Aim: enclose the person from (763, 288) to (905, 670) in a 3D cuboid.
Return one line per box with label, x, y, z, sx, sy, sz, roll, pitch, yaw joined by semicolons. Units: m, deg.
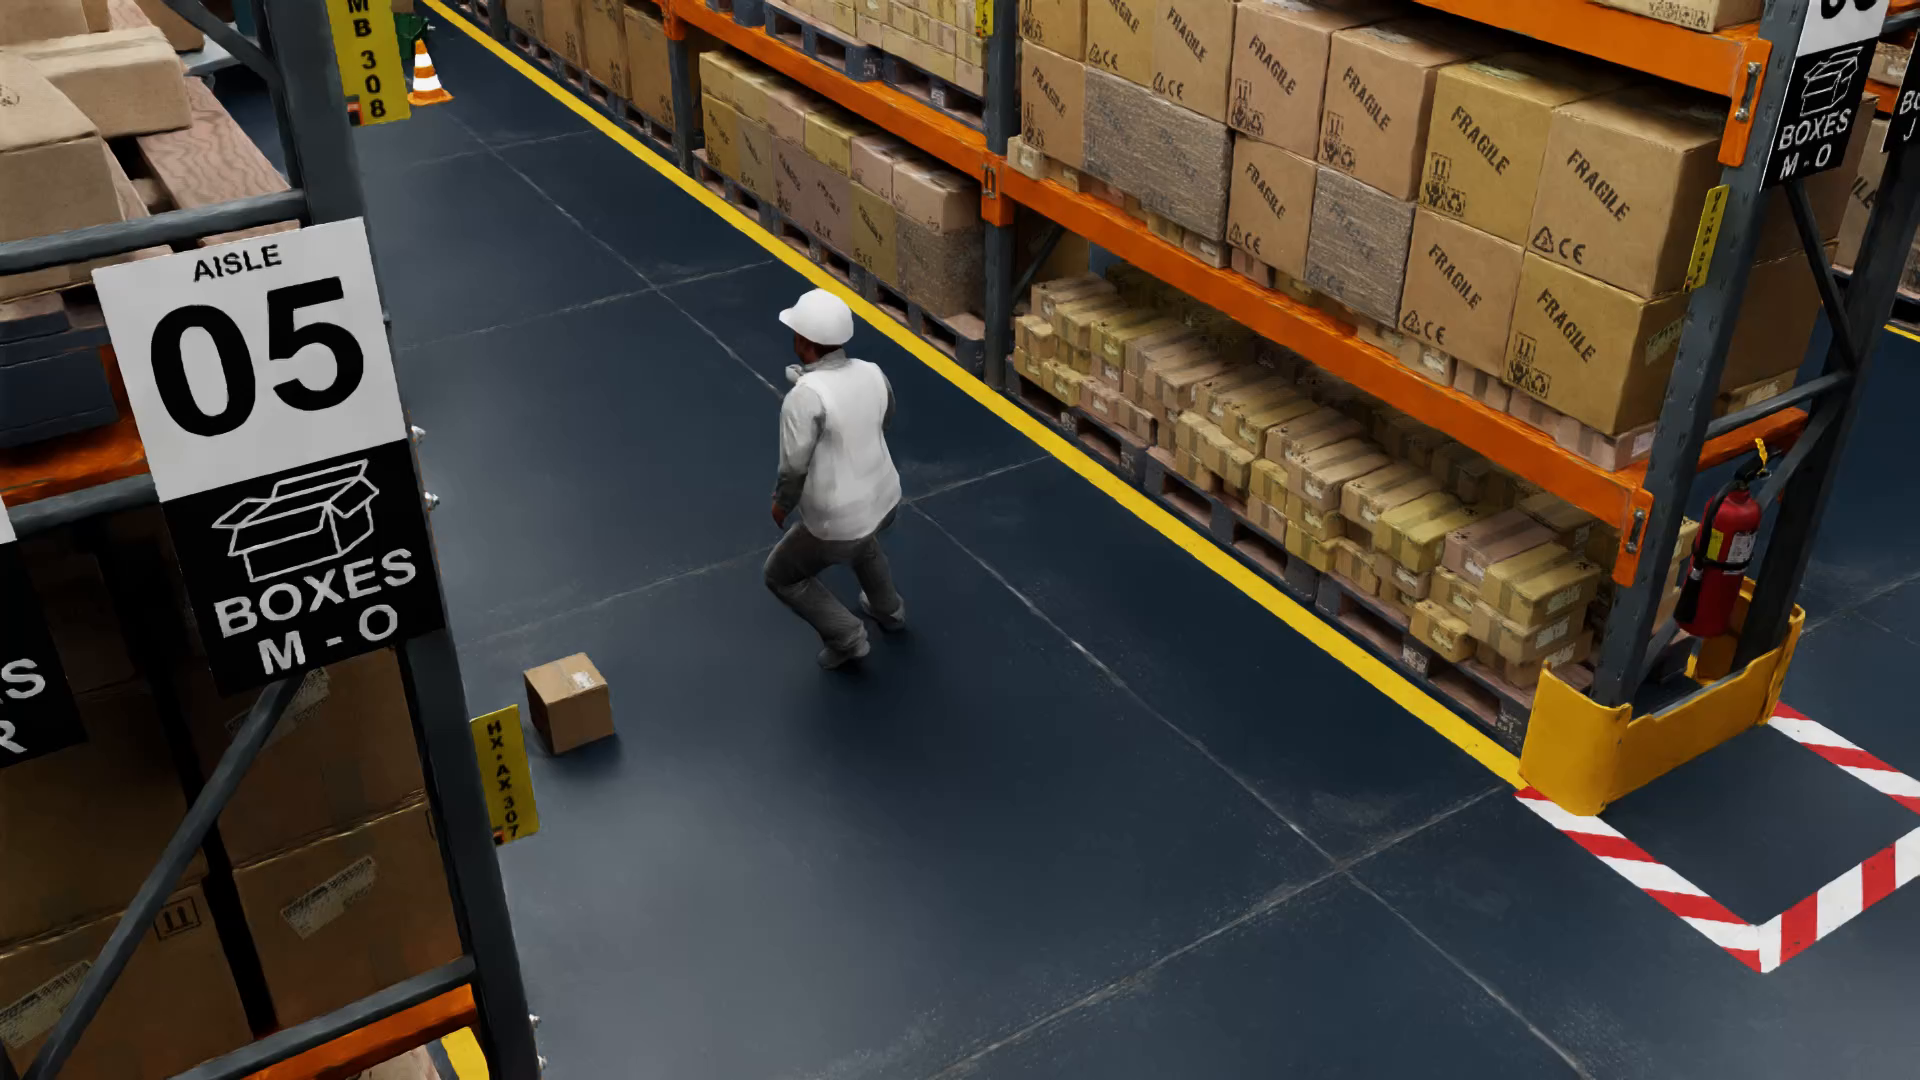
person;-0.459;-0.202;6.553;0.517;1.710;0.911;17;36;25
